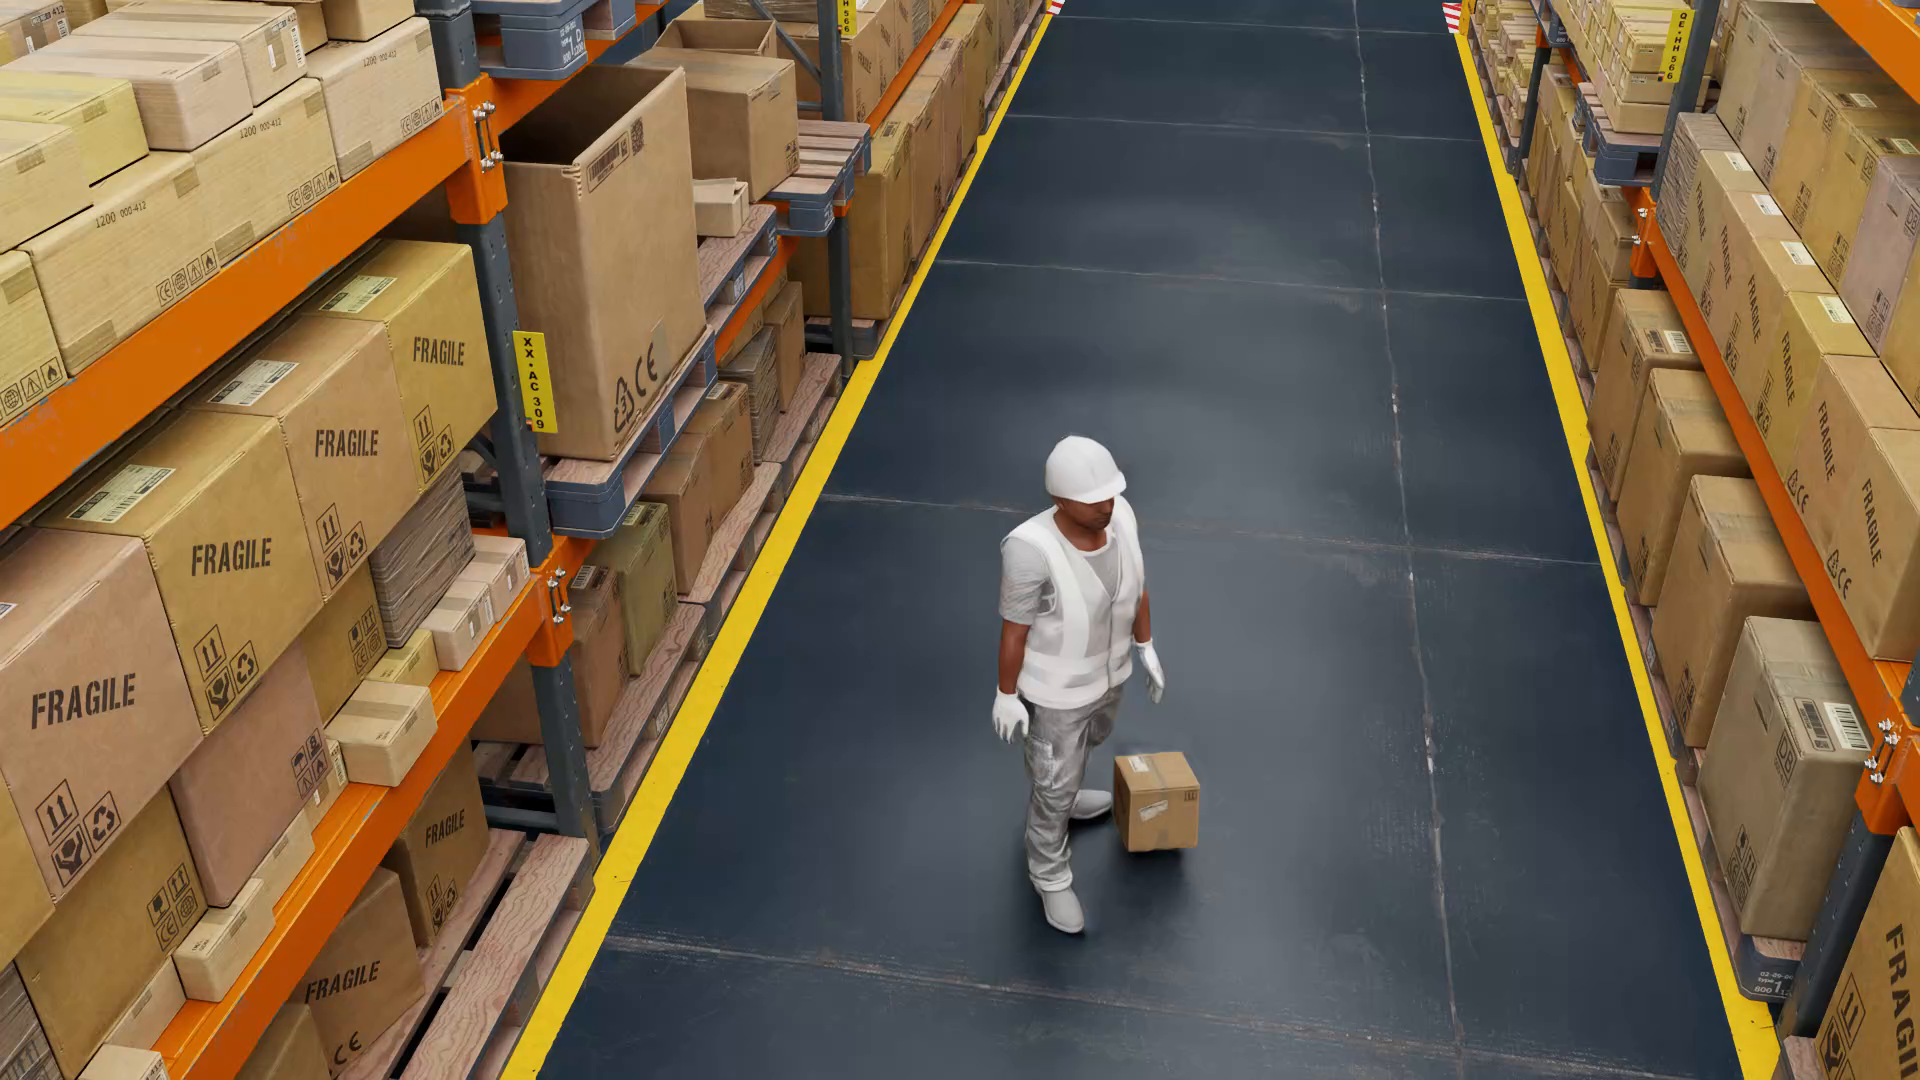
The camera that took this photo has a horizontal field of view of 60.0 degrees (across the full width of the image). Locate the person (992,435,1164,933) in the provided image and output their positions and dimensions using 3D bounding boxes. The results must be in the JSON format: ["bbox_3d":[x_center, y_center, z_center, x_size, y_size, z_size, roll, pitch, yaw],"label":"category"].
[{"bbox_3d":[0.384,0.403,5.472,0.518,1.783,0.691,26,40,35],"label":"person"}]
